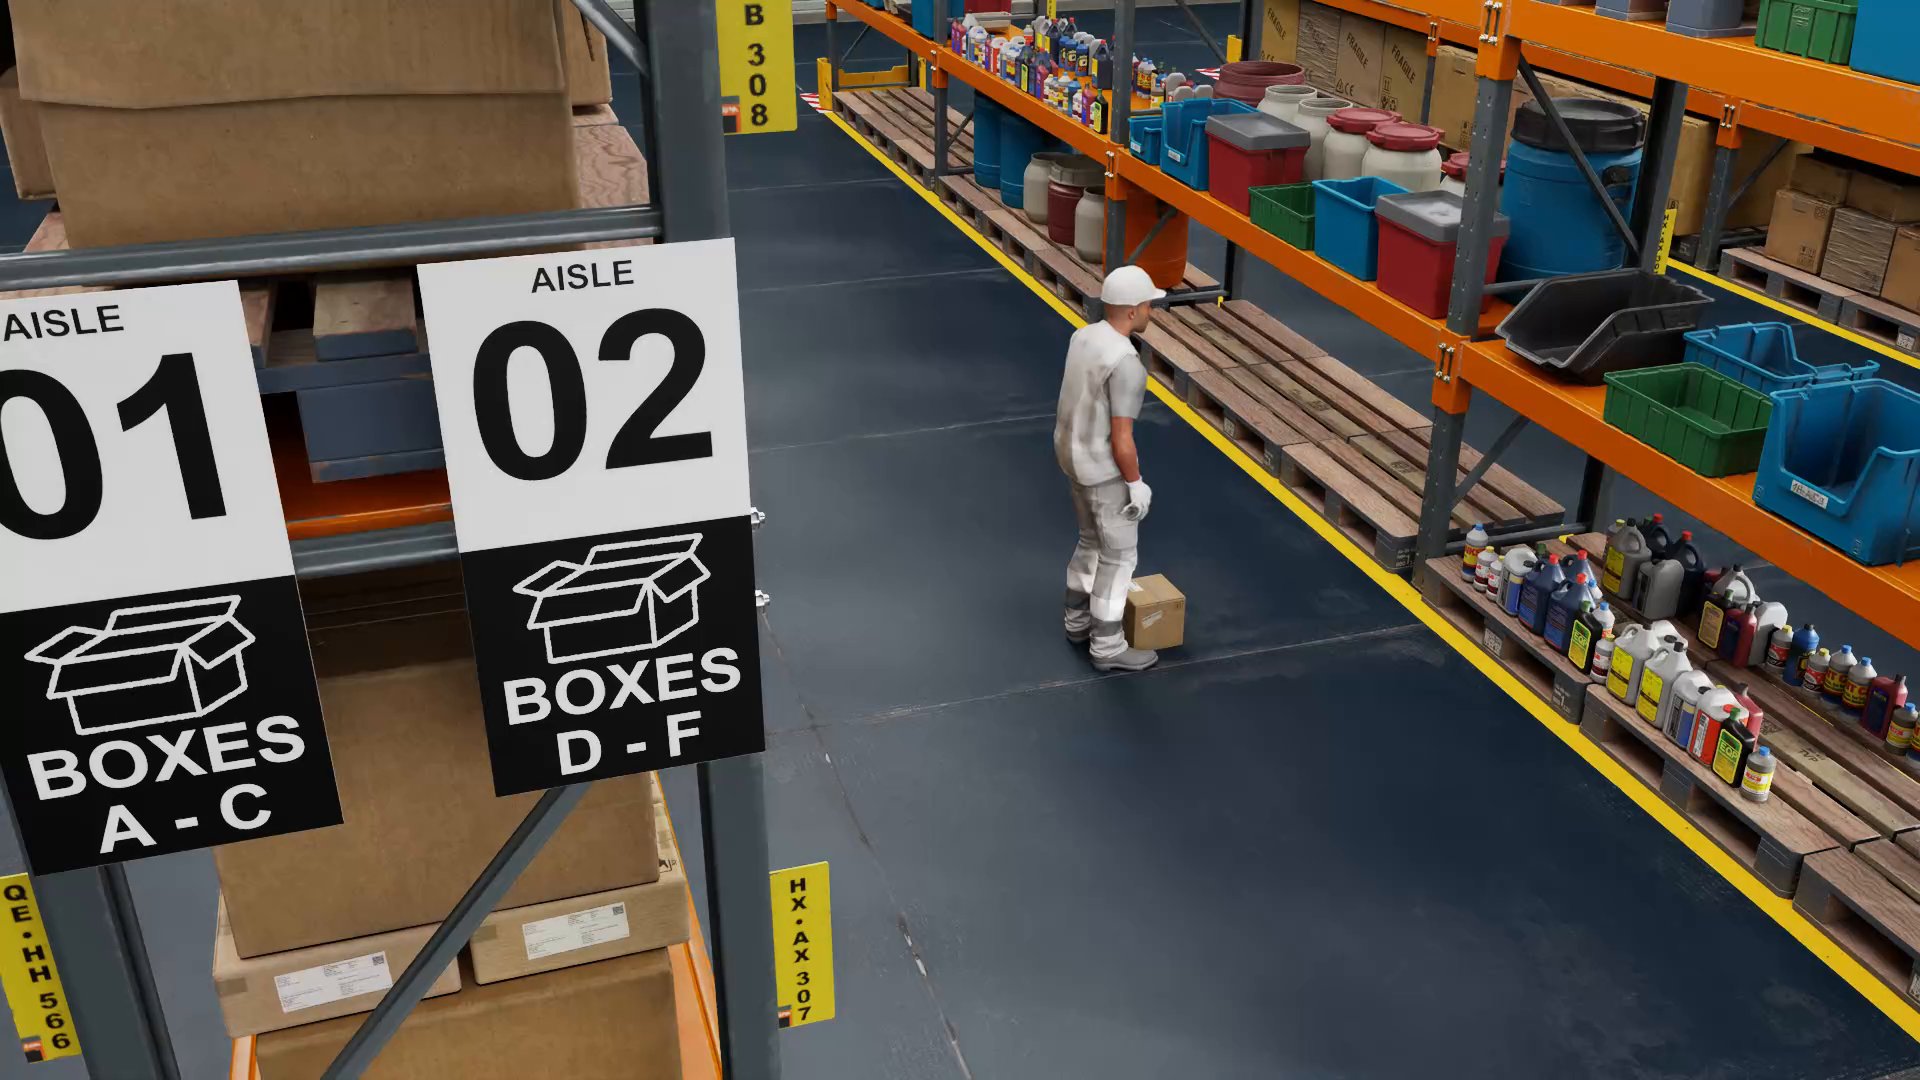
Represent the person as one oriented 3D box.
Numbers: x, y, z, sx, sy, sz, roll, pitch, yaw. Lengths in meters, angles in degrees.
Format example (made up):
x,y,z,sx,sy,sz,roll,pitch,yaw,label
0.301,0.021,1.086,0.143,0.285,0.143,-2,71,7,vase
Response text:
x,y,z,sx,sy,sz,roll,pitch,yaw,label
0.651,-0.313,7.234,0.449,1.780,0.581,-8,27,-16,person
